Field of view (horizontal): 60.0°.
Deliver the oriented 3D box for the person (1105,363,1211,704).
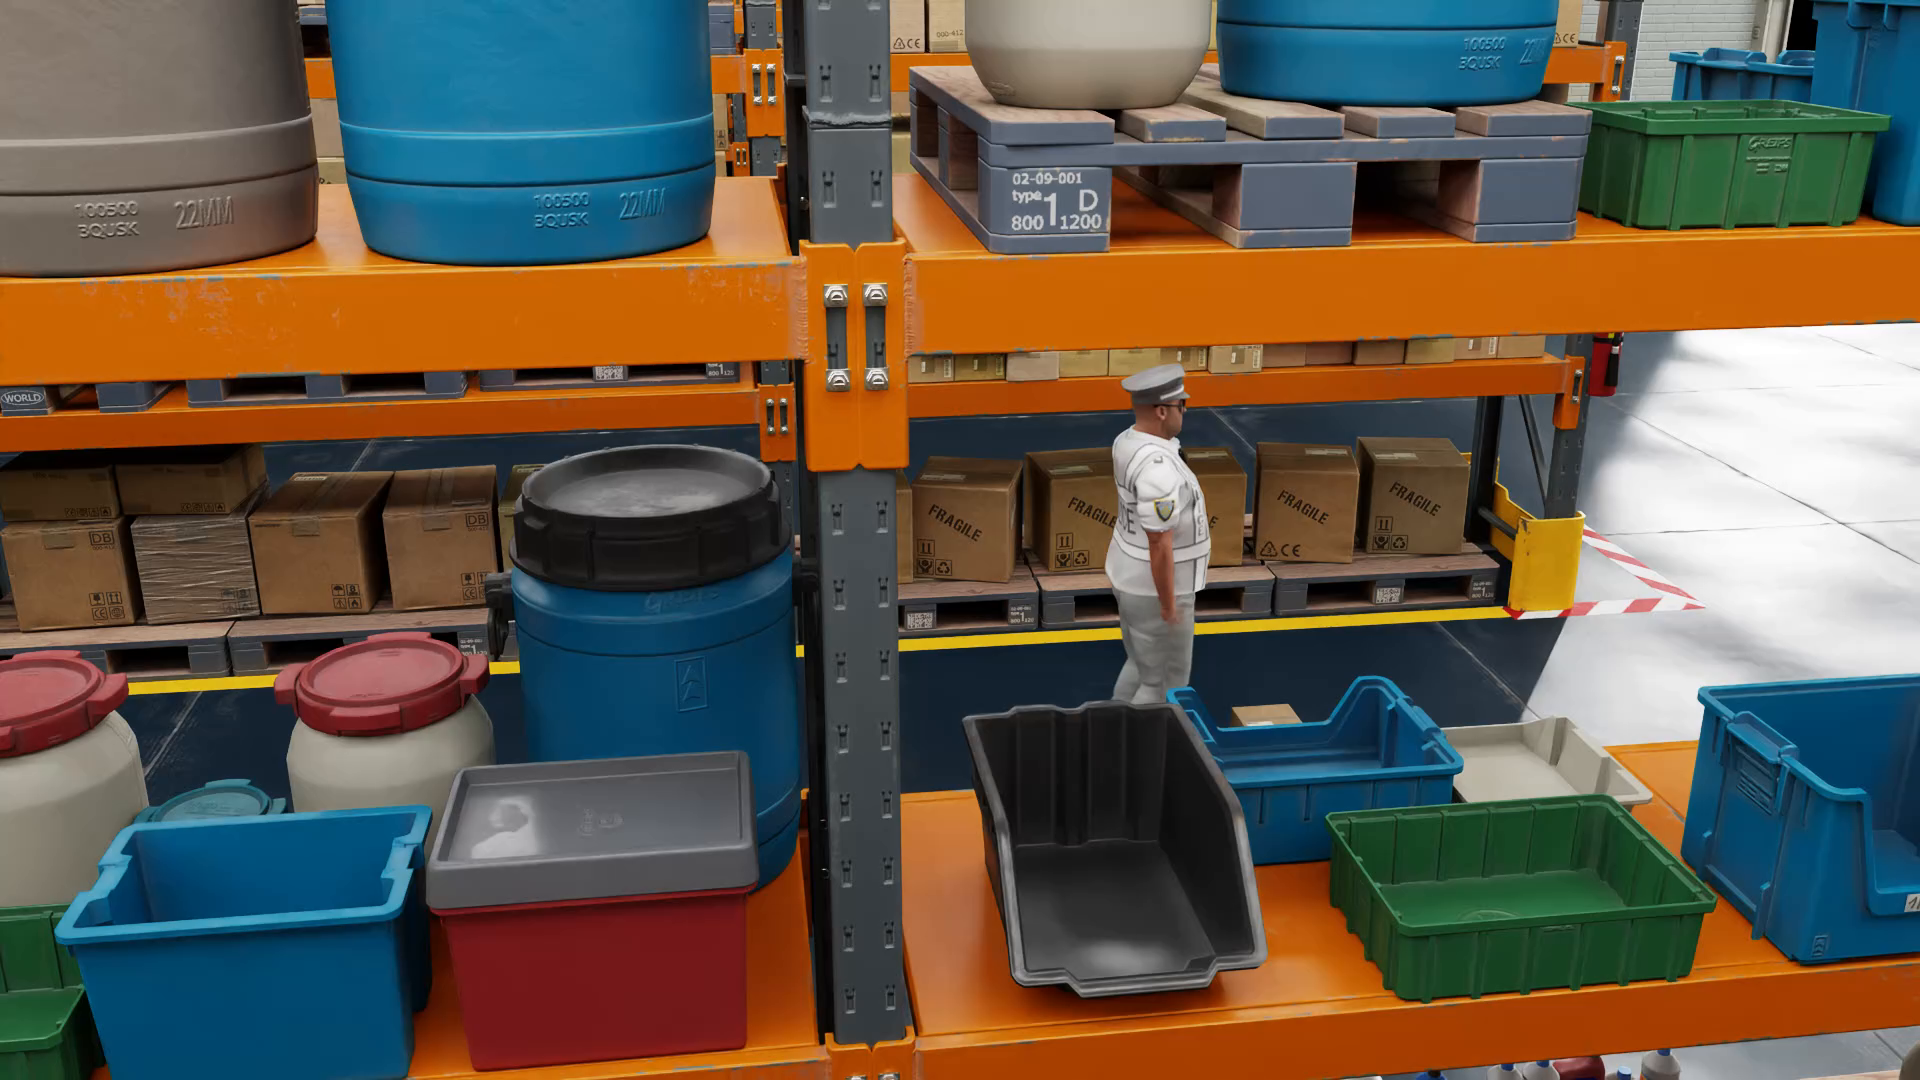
[{"bbox_3d":[0.781,0.169,6.598,0.393,1.755,0.527,-2,20,-7],"label":"person"}]
